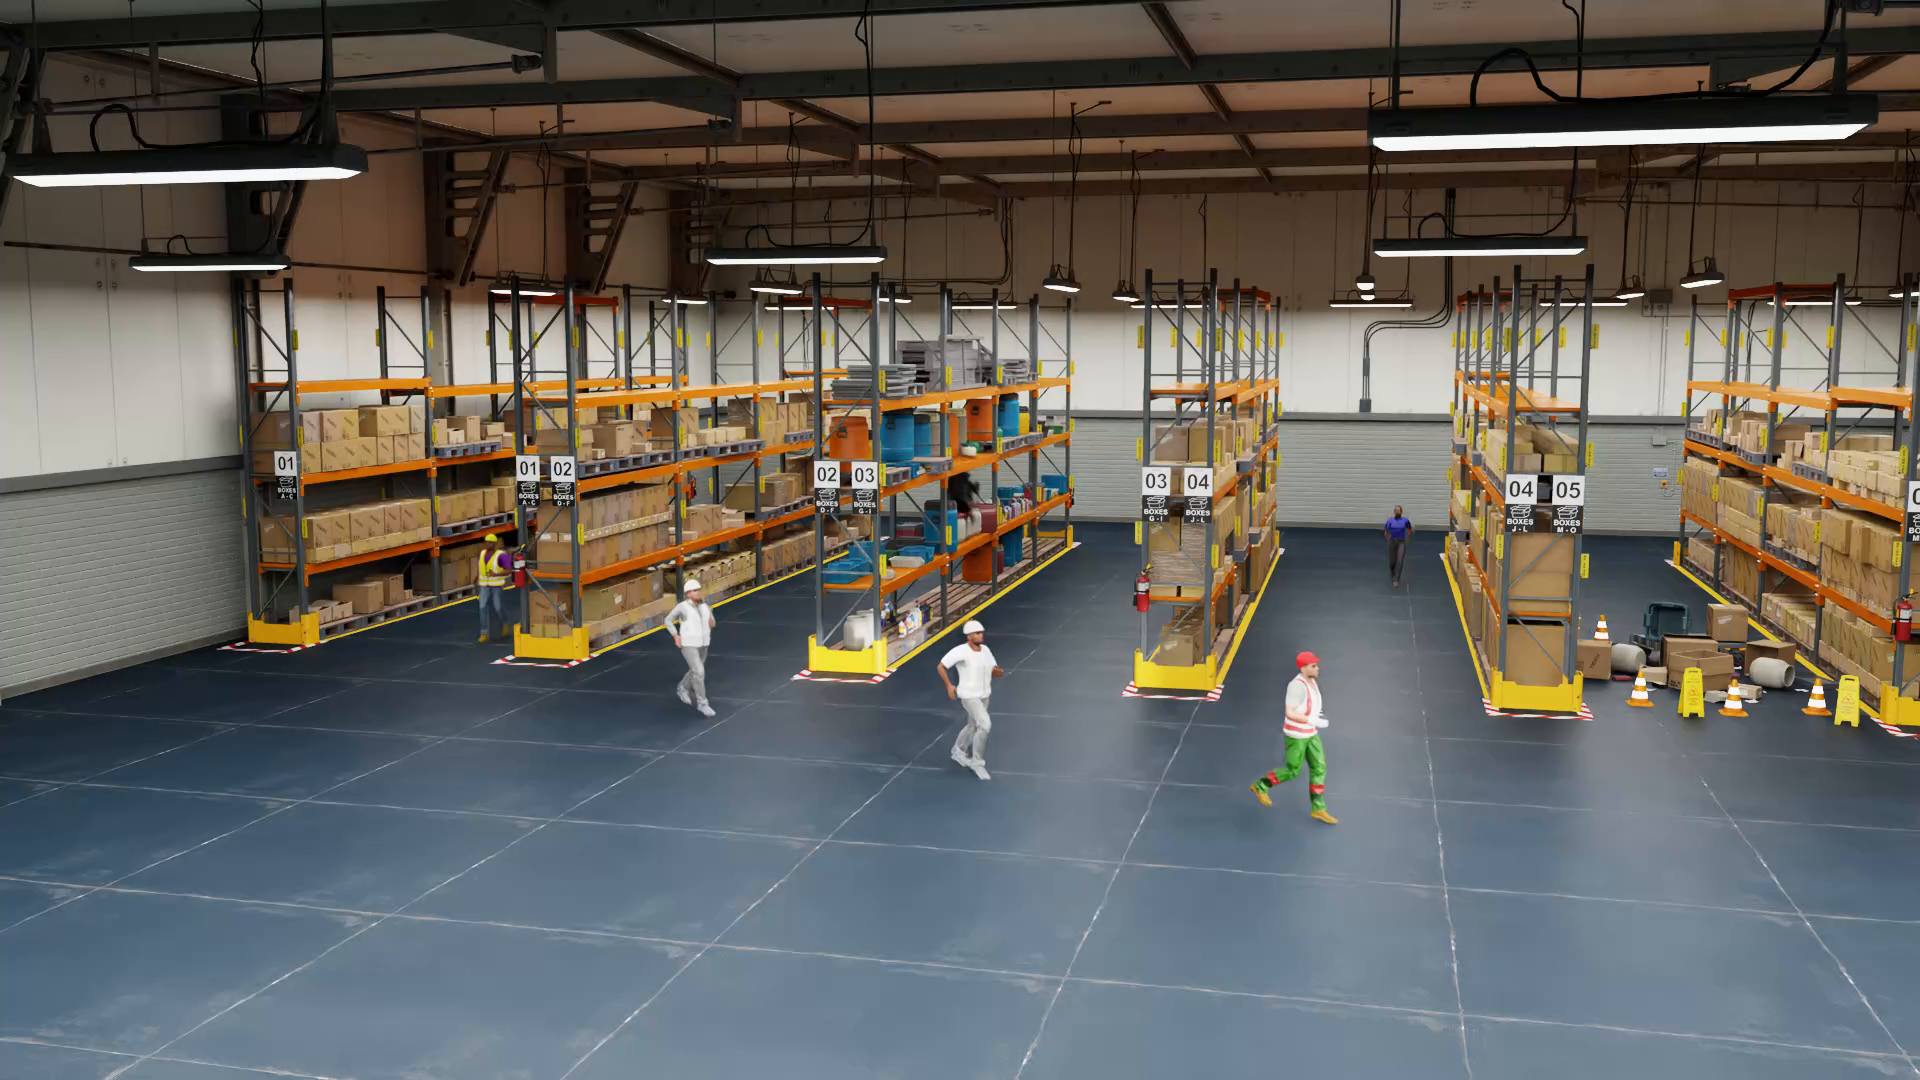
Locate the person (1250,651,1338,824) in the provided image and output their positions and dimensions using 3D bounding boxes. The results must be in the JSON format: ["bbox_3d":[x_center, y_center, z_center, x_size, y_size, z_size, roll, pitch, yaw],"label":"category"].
[{"bbox_3d":[3.525,2.036,17.426,0.953,1.787,0.636,5,8,36],"label":"person"}]

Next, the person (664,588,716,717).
[{"bbox_3d":[-3.575,1.449,22.403,0.915,1.740,0.645,6,9,39],"label":"person"}]

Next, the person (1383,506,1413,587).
[{"bbox_3d":[8.997,0.118,34.197,0.588,1.641,0.827,2,7,14],"label":"person"}]

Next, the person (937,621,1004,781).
[{"bbox_3d":[0.167,1.832,19.192,0.765,1.820,0.676,5,9,37],"label":"person"}]

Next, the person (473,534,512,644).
[{"bbox_3d":[-7.817,0.785,27.824,0.698,1.794,0.863,1,7,10],"label":"person"}]
